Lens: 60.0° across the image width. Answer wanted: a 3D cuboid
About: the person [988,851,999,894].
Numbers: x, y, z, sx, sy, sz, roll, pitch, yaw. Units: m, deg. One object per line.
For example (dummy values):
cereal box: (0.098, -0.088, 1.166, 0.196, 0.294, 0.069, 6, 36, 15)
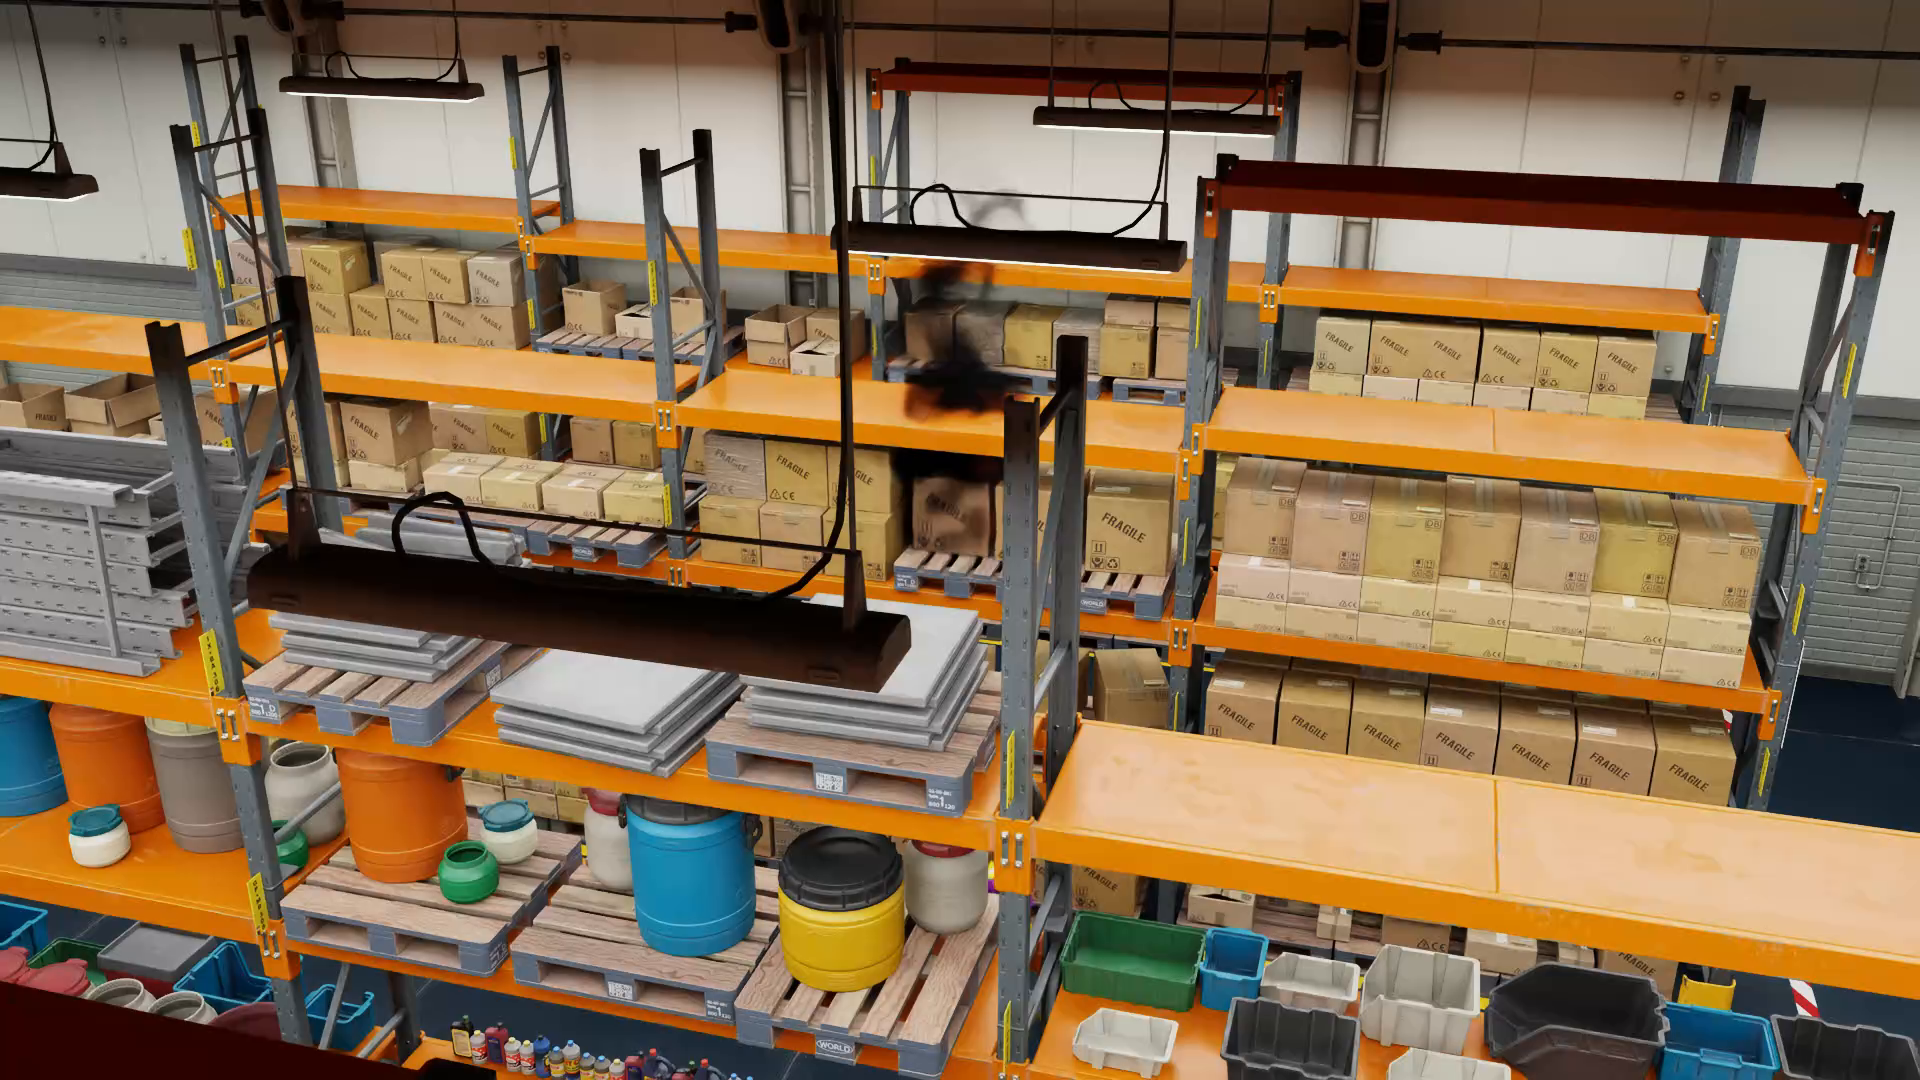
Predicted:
person: (0.123, 2.672, 11.275, 0.826, 1.777, 0.712, 0, 23, 1)
